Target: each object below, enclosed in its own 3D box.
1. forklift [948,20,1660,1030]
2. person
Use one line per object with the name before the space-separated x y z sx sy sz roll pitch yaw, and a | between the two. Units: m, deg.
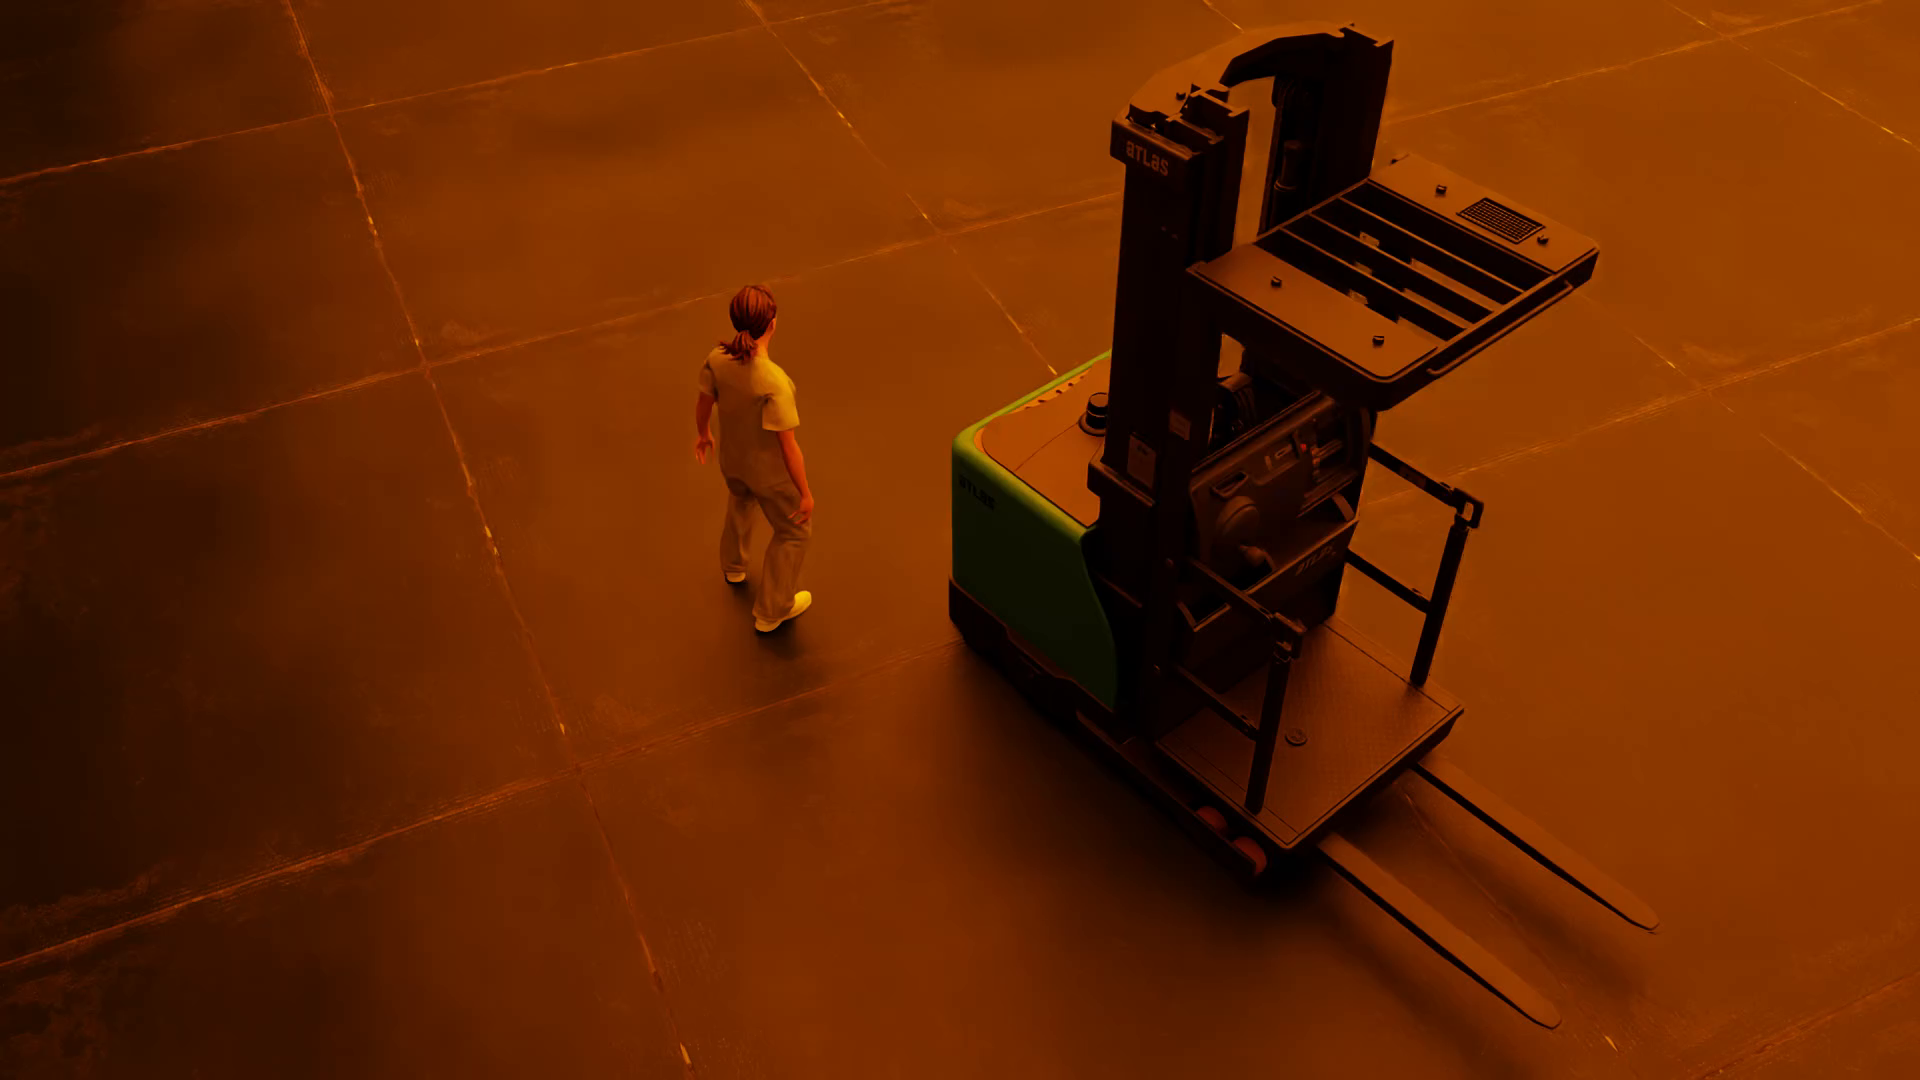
forklift | 1.294 -0.158 5.850 1.130 2.935 3.031 -31 51 -29
person | -0.875 -0.339 6.997 0.780 1.646 0.376 29 50 28
